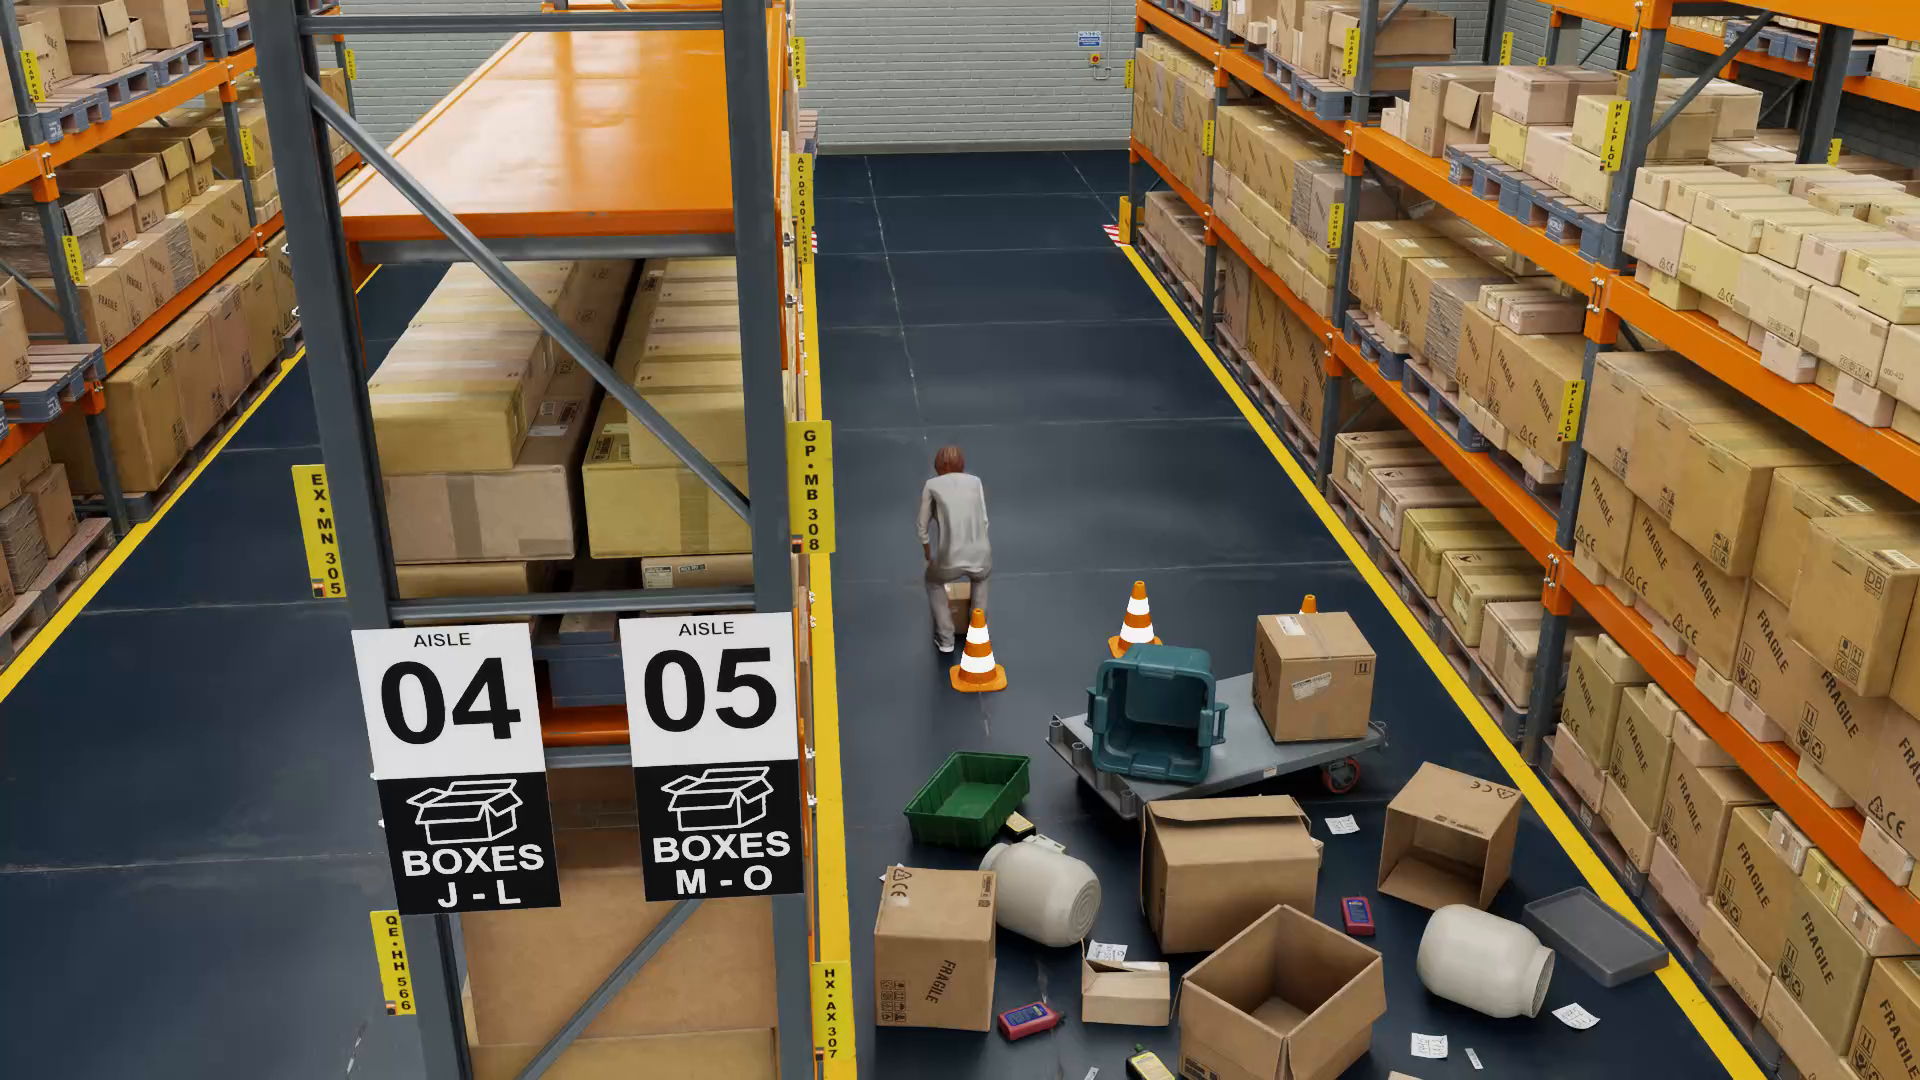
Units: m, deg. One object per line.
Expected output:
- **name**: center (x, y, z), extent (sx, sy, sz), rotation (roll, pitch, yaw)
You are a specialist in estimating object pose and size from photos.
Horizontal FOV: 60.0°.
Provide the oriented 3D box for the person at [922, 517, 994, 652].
- **person**: center (-0.018, 0.290, 10.580), extent (0.424, 0.723, 0.867), rotation (-3, 24, -8)
